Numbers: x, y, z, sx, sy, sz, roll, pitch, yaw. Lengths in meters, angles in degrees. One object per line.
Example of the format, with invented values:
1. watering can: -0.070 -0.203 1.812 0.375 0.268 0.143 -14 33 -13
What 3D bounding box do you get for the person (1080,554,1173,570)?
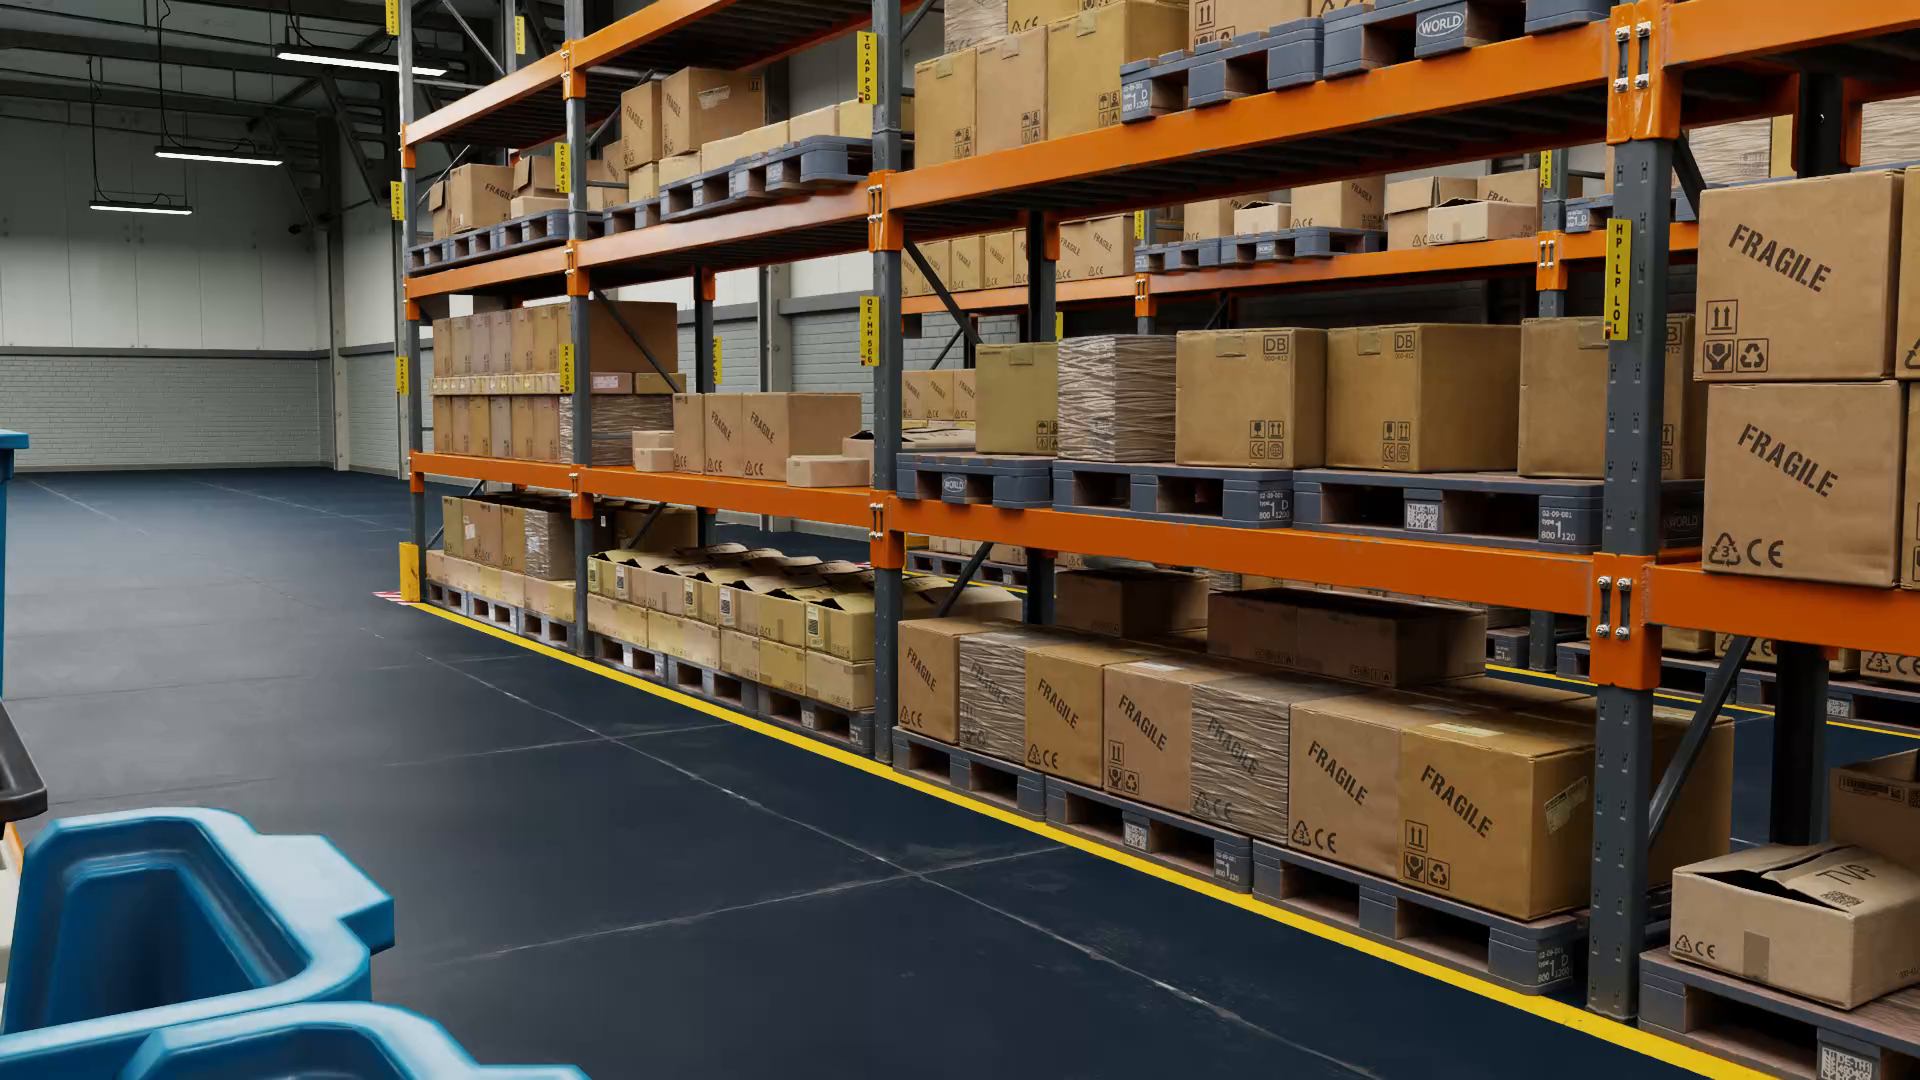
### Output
1. person: 1.229 0.101 12.312 0.786 1.265 0.538 -3 6 -34
